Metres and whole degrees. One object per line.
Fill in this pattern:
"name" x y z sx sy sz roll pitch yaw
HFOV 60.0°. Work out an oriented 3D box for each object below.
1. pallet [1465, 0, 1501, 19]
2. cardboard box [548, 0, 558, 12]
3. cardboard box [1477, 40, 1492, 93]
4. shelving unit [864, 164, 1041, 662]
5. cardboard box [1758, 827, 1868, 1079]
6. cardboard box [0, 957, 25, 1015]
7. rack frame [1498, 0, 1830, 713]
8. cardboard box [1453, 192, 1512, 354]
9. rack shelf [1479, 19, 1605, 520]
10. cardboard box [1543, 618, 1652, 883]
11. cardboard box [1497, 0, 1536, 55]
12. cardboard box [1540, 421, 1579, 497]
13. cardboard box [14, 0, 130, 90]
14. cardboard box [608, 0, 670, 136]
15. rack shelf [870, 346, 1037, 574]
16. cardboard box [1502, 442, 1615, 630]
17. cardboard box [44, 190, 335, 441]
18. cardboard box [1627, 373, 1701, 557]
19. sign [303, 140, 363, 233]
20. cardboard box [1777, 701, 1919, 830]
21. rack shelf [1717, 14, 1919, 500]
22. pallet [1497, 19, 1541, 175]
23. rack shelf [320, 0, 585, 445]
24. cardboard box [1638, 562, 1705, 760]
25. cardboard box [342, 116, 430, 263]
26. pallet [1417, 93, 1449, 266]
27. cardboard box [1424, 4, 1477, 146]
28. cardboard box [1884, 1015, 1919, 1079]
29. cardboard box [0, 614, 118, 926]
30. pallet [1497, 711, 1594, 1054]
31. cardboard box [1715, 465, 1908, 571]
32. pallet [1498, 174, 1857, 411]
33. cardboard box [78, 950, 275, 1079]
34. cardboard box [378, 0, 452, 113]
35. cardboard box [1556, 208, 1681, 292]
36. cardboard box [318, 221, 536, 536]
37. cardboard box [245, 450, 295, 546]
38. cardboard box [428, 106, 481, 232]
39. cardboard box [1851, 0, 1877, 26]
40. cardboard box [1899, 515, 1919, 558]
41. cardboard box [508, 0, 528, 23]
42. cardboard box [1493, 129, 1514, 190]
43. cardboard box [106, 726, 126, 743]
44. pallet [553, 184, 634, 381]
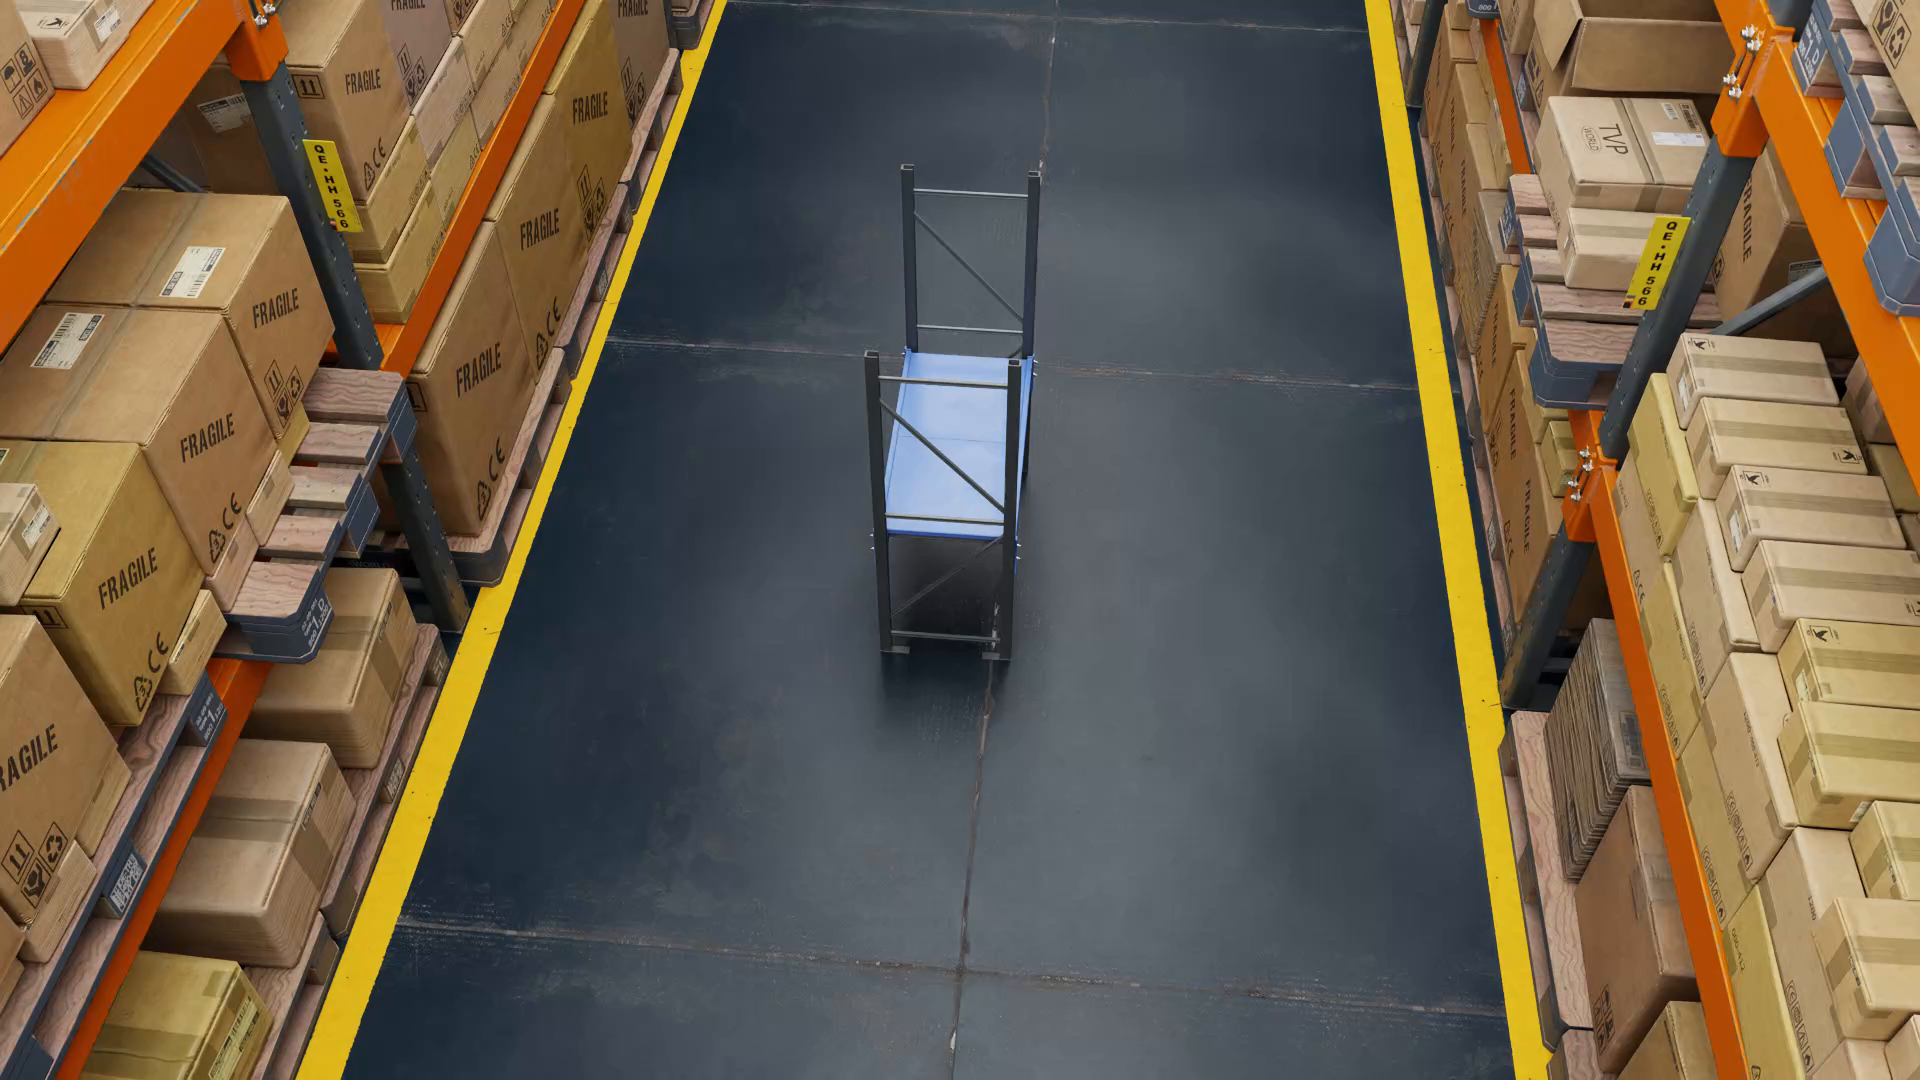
"pallet" 2.706 -2.686 7.330 1.003 0.211 1.213 4 48 4
"cardboard box" -1.958 -2.520 7.150 0.500 0.250 0.500 3 48 2
"cardboard box" 2.630 -2.204 7.728 0.380 0.149 0.250 2 48 2
"shelving unit" -0.008 -0.443 6.165 0.538 1.500 1.048 4 48 4
"cardboard box" 2.106 0.929 3.656 0.500 0.250 0.500 4 48 4
"cardboard box" -2.349 1.011 3.704 0.380 0.149 0.250 4 48 4
"rack frame" 2.523 -0.391 5.101 1.000 3.000 0.127 4 48 4
"cardboard box" 2.478 -1.149 7.203 0.500 0.500 0.500 2 48 2
"rack shelf" 2.706 -1.618 6.710 1.077 0.370 4.000 4 48 4
"cardboard box" 2.453 0.726 5.404 0.875 0.625 0.625 5 48 5
"cardboard box" 2.502 -2.208 6.410 0.700 0.500 0.500 4 48 3
"cardboard box" 2.316 -0.288 5.976 0.380 0.149 0.250 2 48 2
"cardboard box" -2.254 -1.221 3.997 0.380 0.149 0.250 4 48 4
"cardboard box" -2.032 -2.625 8.299 0.875 0.875 0.875 5 48 5
"rack shelf" -0.008 -0.322 6.298 0.538 0.185 1.000 4 48 4
"cardboard box" 2.348 -0.014 6.166 0.500 0.500 0.500 5 48 5
"cardboard box" -2.185 -0.645 4.779 0.500 0.500 0.500 3 48 2
"cardboard box" 2.215 -0.201 4.690 0.500 0.250 0.500 4 48 3
"sign" -1.879 -1.057 4.978 0.100 0.325 0.005 4 48 4
"cardboard box" 2.094 0.520 3.760 0.380 0.149 0.250 5 48 4
"rack shelf" 2.341 0.309 2.915 1.077 0.370 4.000 4 48 4
"pallet" 2.696 -1.756 6.479 1.003 0.211 1.213 4 48 4
"rack shelf" -2.238 -1.949 7.013 1.077 0.370 4.000 4 48 4
"cardboard box" 2.189 0.339 4.535 0.500 0.250 0.500 3 48 3
"cardboard box" -2.128 -1.196 5.600 0.500 0.250 0.500 4 48 3
"pallet" 2.851 -1.789 8.269 1.003 0.211 1.213 4 48 4
"cardboard box" 2.620 -2.288 8.245 0.500 0.500 0.500 6 48 5
"cardboard box" 2.056 1.089 3.240 0.380 0.149 0.250 4 48 4
"cardboard box" -2.317 0.508 3.725 0.500 0.500 0.500 2 48 2
"pallet" 2.409 1.152 5.579 1.003 0.211 1.213 4 48 4
"cardboard box" 2.180 -0.042 4.275 0.380 0.149 0.250 5 48 5
"pallet" 2.515 -0.829 5.631 1.213 0.211 1.003 4 48 4
"cardboard box" -2.616 1.537 4.833 0.950 0.372 0.625 5 48 5
"cardboard box" -2.096 -1.804 5.648 0.500 0.500 0.500 4 48 4
"cardboard box" 2.201 -0.956 5.504 0.380 0.149 0.250 5 48 4
"cardboard box" -2.274 -0.649 6.492 0.875 0.875 0.875 3 48 3
"cardboard box" -2.146 -0.132 4.750 0.380 0.149 0.250 4 48 3
"cardboard box" -2.096 -1.393 6.118 0.500 0.250 0.500 3 48 2
"cardboard box" 2.189 -1.264 3.673 0.380 0.166 0.250 4 48 3
"cardboard box" 2.714 0.216 4.309 0.500 0.250 0.500 4 48 4
"cardboard box" -1.963 -2.313 6.621 0.500 0.250 0.500 5 48 4
"cardboard box" 2.534 -1.638 7.211 0.380 0.149 0.250 5 48 5
"cardboard box" -2.337 0.432 4.234 0.380 0.149 0.250 4 48 4
"pallet" -2.159 -1.249 7.775 1.003 0.211 1.213 4 48 4
